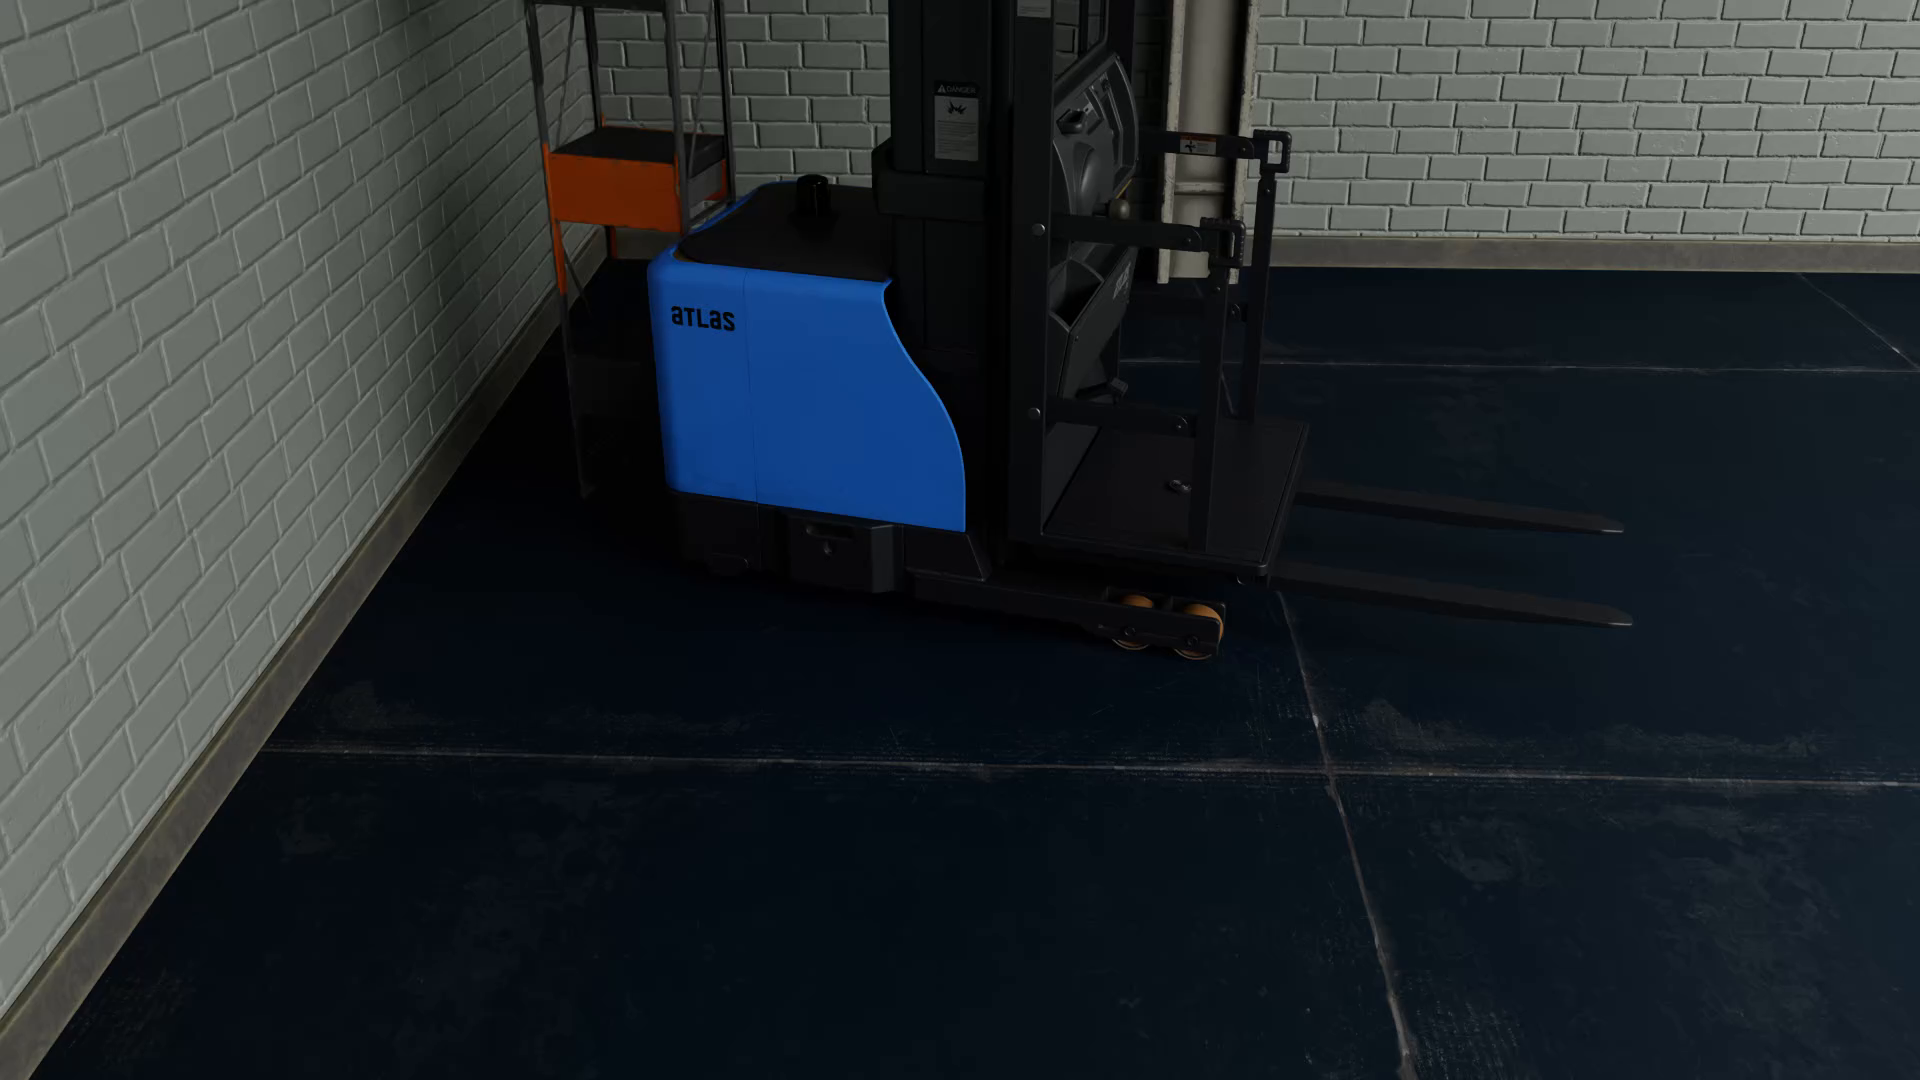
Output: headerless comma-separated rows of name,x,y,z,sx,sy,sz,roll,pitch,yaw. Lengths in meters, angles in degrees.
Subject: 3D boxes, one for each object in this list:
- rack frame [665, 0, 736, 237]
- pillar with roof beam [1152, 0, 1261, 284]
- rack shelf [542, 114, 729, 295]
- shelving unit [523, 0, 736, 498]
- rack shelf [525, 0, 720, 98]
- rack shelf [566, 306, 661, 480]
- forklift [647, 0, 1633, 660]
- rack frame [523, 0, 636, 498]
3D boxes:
rack frame,-0.840,-1.101,5.584,0.015,2.100,0.400,8,29,15
pillar with roof beam,1.010,-3.284,2.337,0.400,9.000,9.100,1,28,2
rack shelf,-1.073,-1.123,5.654,0.480,0.518,0.431,8,29,15
shelving unit,-1.073,-1.135,5.647,0.503,2.100,0.431,8,29,15
rack shelf,-1.072,-1.741,5.325,0.480,0.518,0.431,8,29,15
rack shelf,-1.075,-0.505,5.982,0.480,0.518,0.431,8,29,15
forklift,0.596,-1.209,4.901,3.031,2.935,1.130,8,29,15
rack frame,-1.307,-1.169,5.711,0.015,2.100,0.400,8,29,15
